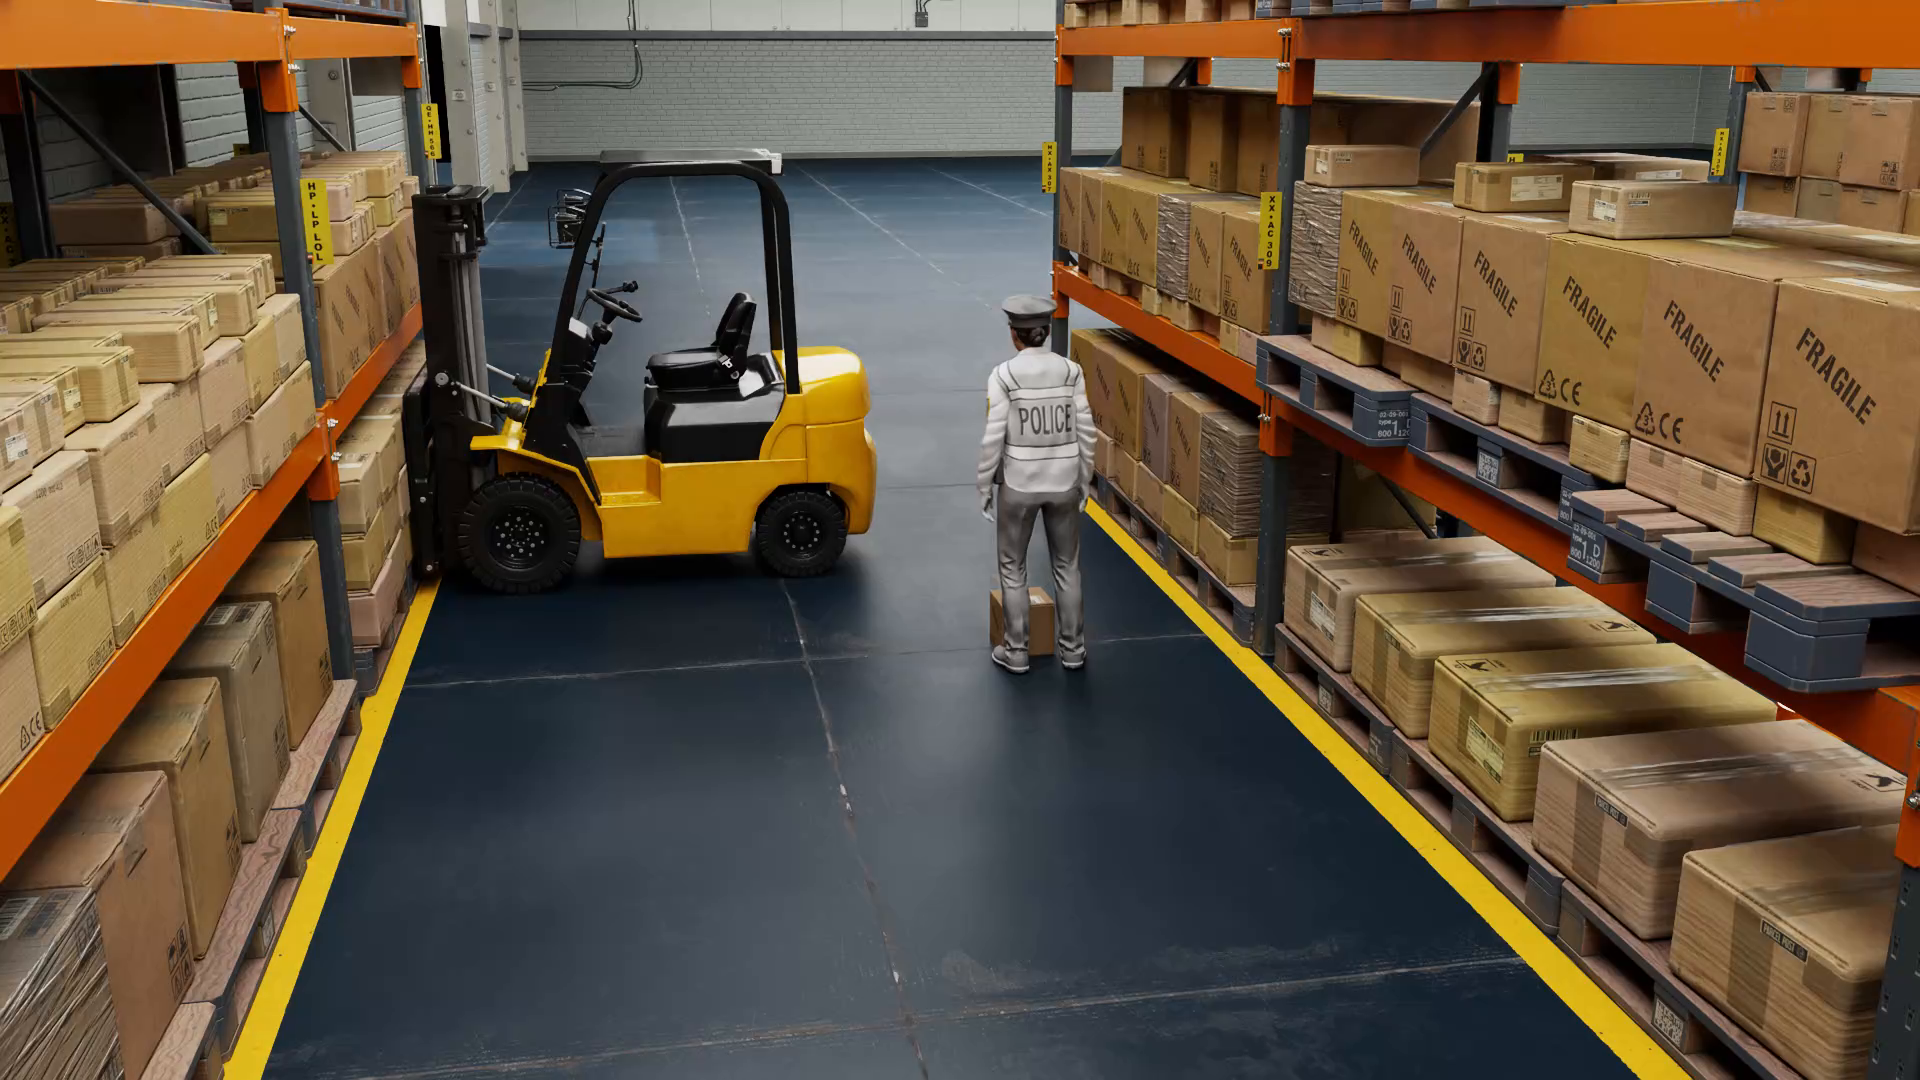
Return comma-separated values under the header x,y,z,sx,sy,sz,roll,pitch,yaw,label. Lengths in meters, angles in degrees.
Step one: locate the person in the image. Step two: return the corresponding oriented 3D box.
x,y,z,sx,sy,sz,roll,pitch,yaw,label
0.335,-0.228,7.303,0.543,1.662,0.375,-4,17,-14,person
